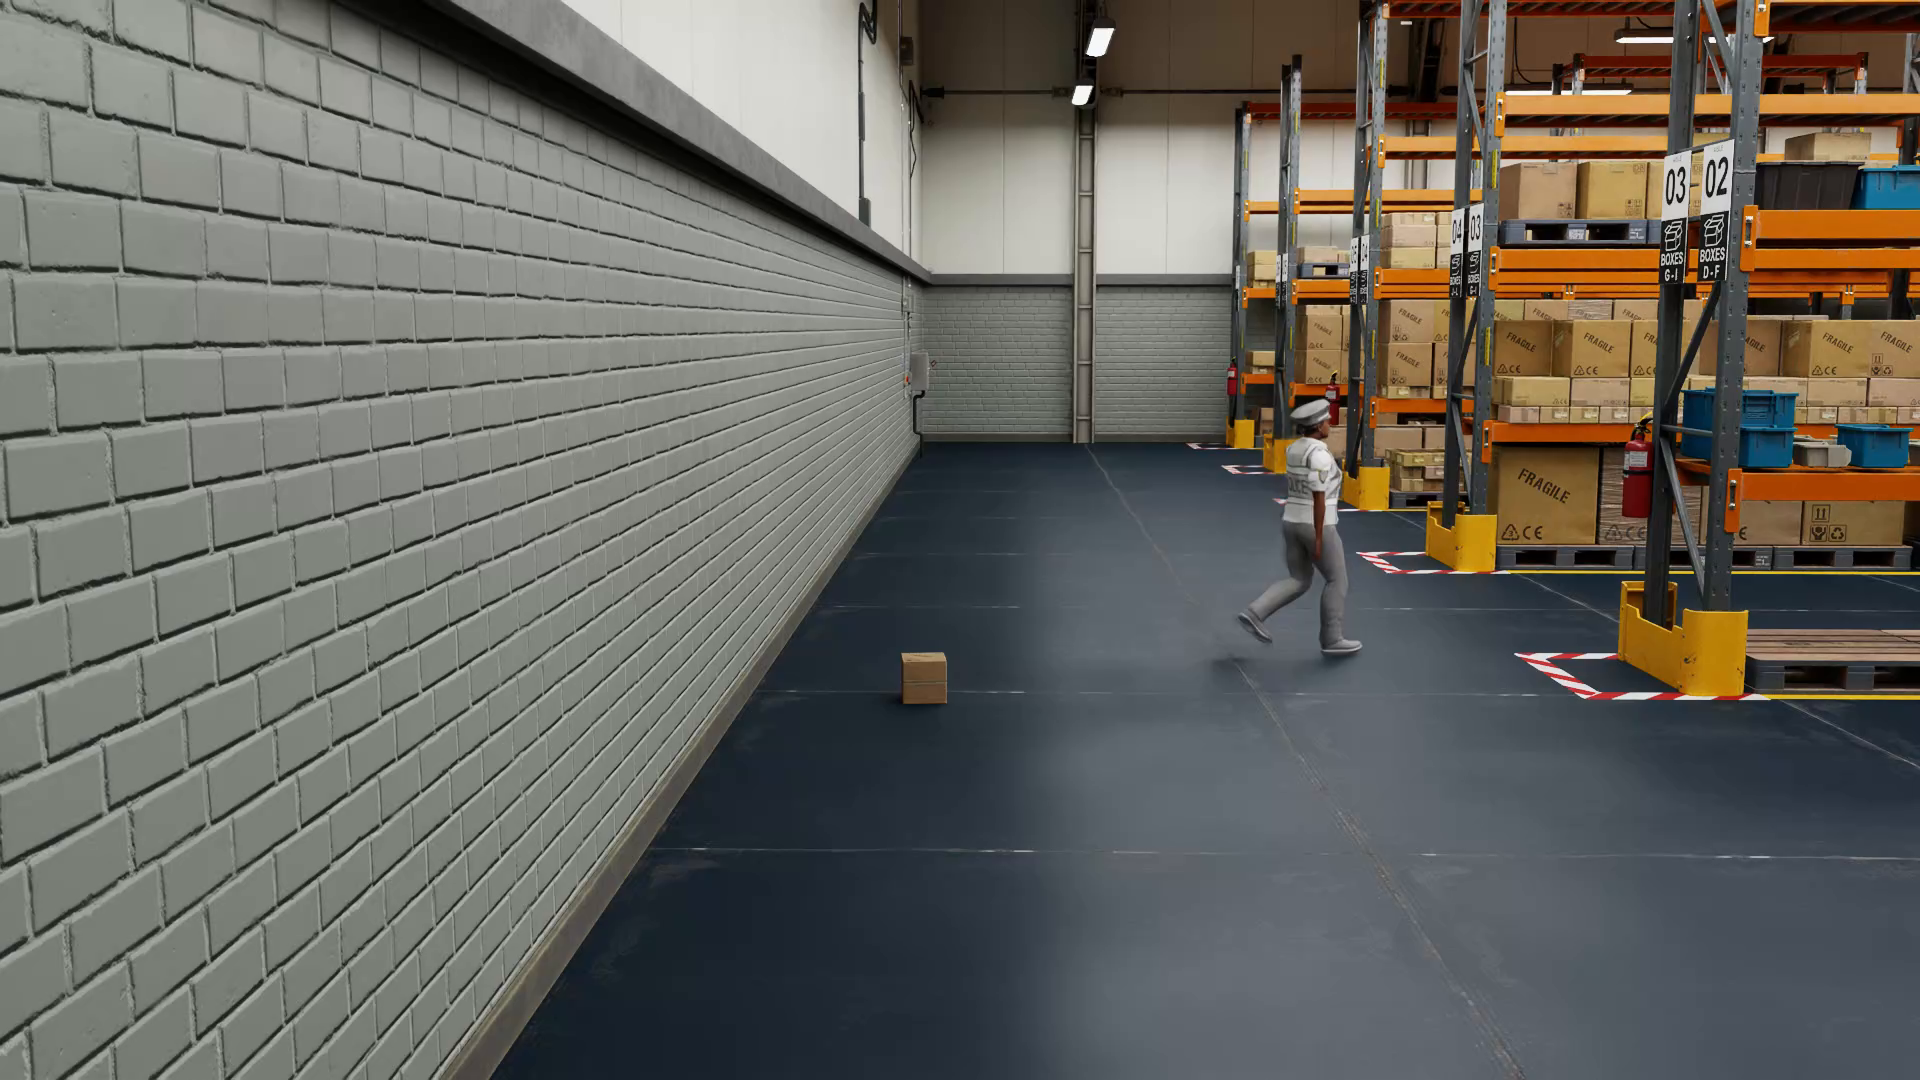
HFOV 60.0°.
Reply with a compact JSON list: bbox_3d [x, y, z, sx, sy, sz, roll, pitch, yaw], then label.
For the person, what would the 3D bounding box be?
[{"bbox_3d":[2.240,-0.089,10.826,0.790,1.659,0.450,-3,8,-19],"label":"person"}]
